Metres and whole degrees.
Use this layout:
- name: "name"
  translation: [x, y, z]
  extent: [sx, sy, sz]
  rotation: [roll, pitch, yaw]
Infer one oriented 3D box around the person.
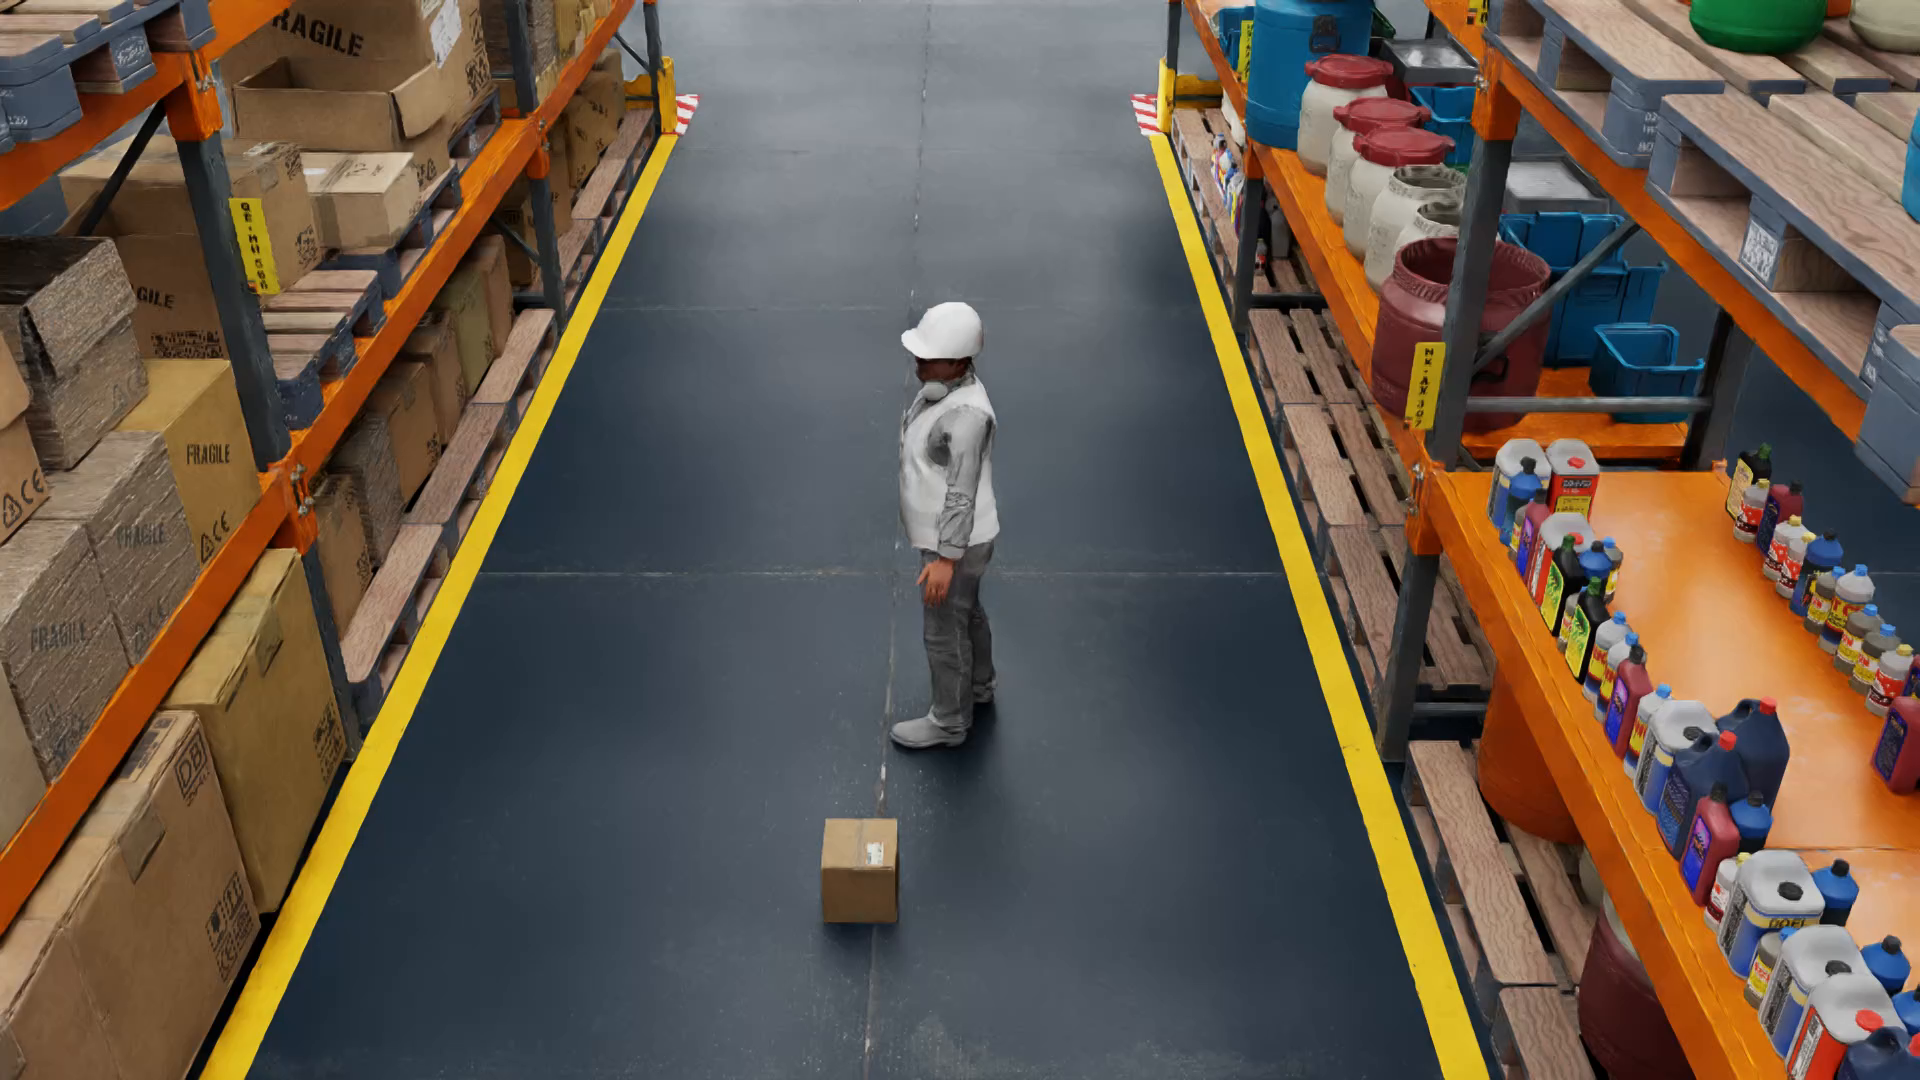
- name: "person"
  translation: [-0.063, -0.036, 6.137]
  extent: [0.441, 1.772, 0.647]
  rotation: [-3, 31, -5]
